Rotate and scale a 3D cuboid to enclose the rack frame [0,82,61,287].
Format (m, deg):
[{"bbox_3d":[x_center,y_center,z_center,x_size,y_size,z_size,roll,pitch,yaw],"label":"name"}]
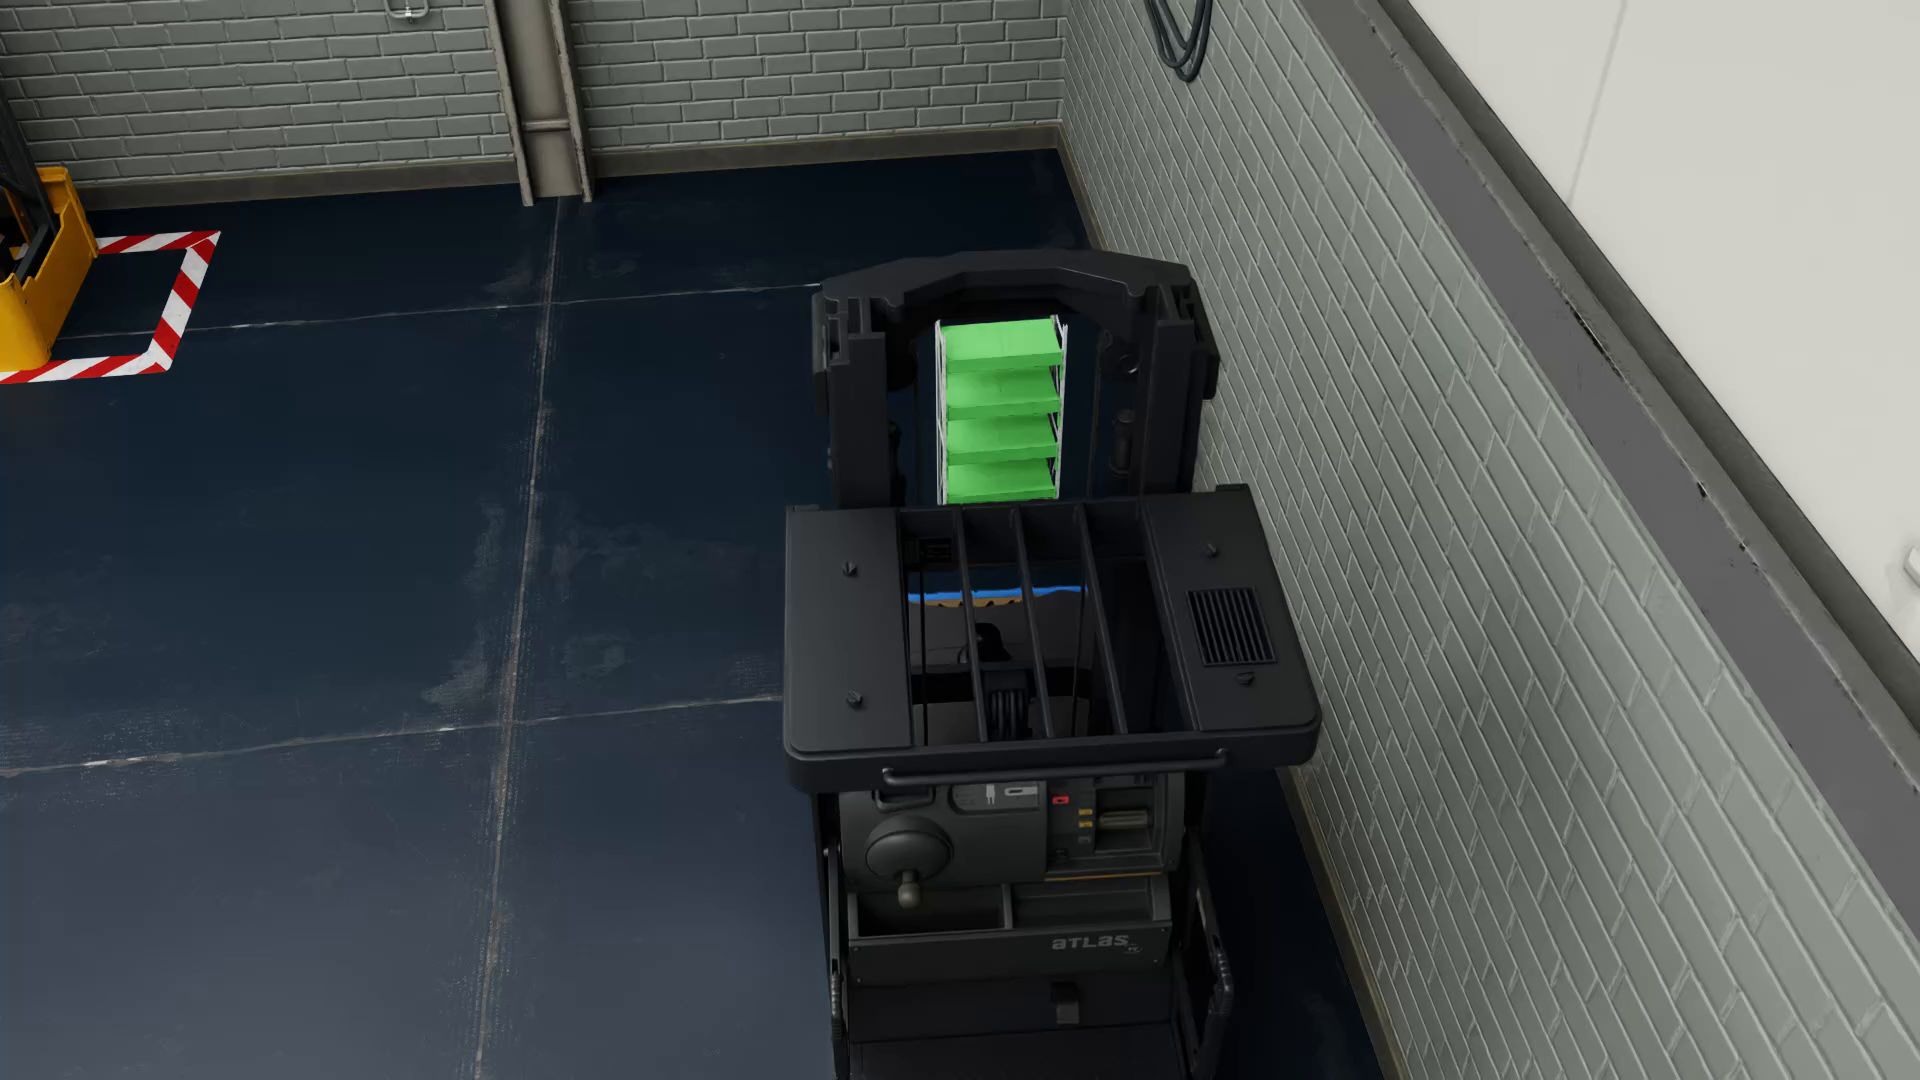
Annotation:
[{"bbox_3d":[-4.907,-2.352,7.833,0.127,3.000,1.000,-5,42,-6],"label":"rack frame"}]

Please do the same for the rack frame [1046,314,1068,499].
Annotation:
[{"bbox_3d":[0.406,-0.481,7.103,0.015,1.200,0.240,-5,42,-6],"label":"rack frame"}]

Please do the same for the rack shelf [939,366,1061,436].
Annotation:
[{"bbox_3d":[0.164,-0.591,6.961,0.480,0.148,0.258,-5,42,-6],"label":"rack shelf"}]

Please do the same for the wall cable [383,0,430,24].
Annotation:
[{"bbox_3d":[-3.760,-3.468,8.312,1.851,1.984,0.084,-5,42,-6],"label":"wall cable"}]

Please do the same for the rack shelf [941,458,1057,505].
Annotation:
[{"bbox_3d":[0.164,-0.234,7.283,0.480,0.148,0.258,-5,42,-6],"label":"rack shelf"}]

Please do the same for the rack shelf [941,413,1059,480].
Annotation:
[{"bbox_3d":[0.164,-0.412,7.122,0.480,0.148,0.258,-5,42,-6],"label":"rack shelf"}]

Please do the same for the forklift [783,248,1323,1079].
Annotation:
[{"bbox_3d":[0.160,0.860,4.323,1.130,2.935,3.031,-3,42,-3],"label":"forklift"}]

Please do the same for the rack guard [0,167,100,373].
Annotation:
[{"bbox_3d":[-4.884,-1.426,8.672,0.348,0.500,1.175,-5,42,-6],"label":"rack guard"}]

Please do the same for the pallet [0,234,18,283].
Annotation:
[{"bbox_3d":[-5.690,-1.195,8.632,1.213,0.211,1.003,-5,42,-6],"label":"pallet"}]

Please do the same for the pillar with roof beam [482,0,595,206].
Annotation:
[{"bbox_3d":[-1.784,-2.529,3.551,0.400,9.000,9.100,-5,42,-6],"label":"pillar with roof beam"}]

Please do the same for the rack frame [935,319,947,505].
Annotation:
[{"bbox_3d":[-0.078,-0.439,7.056,0.015,1.200,0.240,-5,42,-6],"label":"rack frame"}]

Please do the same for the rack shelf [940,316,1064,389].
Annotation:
[{"bbox_3d":[0.164,-0.769,6.800,0.480,0.148,0.258,-5,42,-6],"label":"rack shelf"}]

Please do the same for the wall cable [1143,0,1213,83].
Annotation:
[{"bbox_3d":[0.747,-3.680,7.145,0.112,2.526,3.097,-5,42,-6],"label":"wall cable"}]

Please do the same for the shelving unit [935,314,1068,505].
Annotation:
[{"bbox_3d":[0.164,-0.460,7.079,0.503,1.200,0.258,-5,42,-6],"label":"shelving unit"}]
